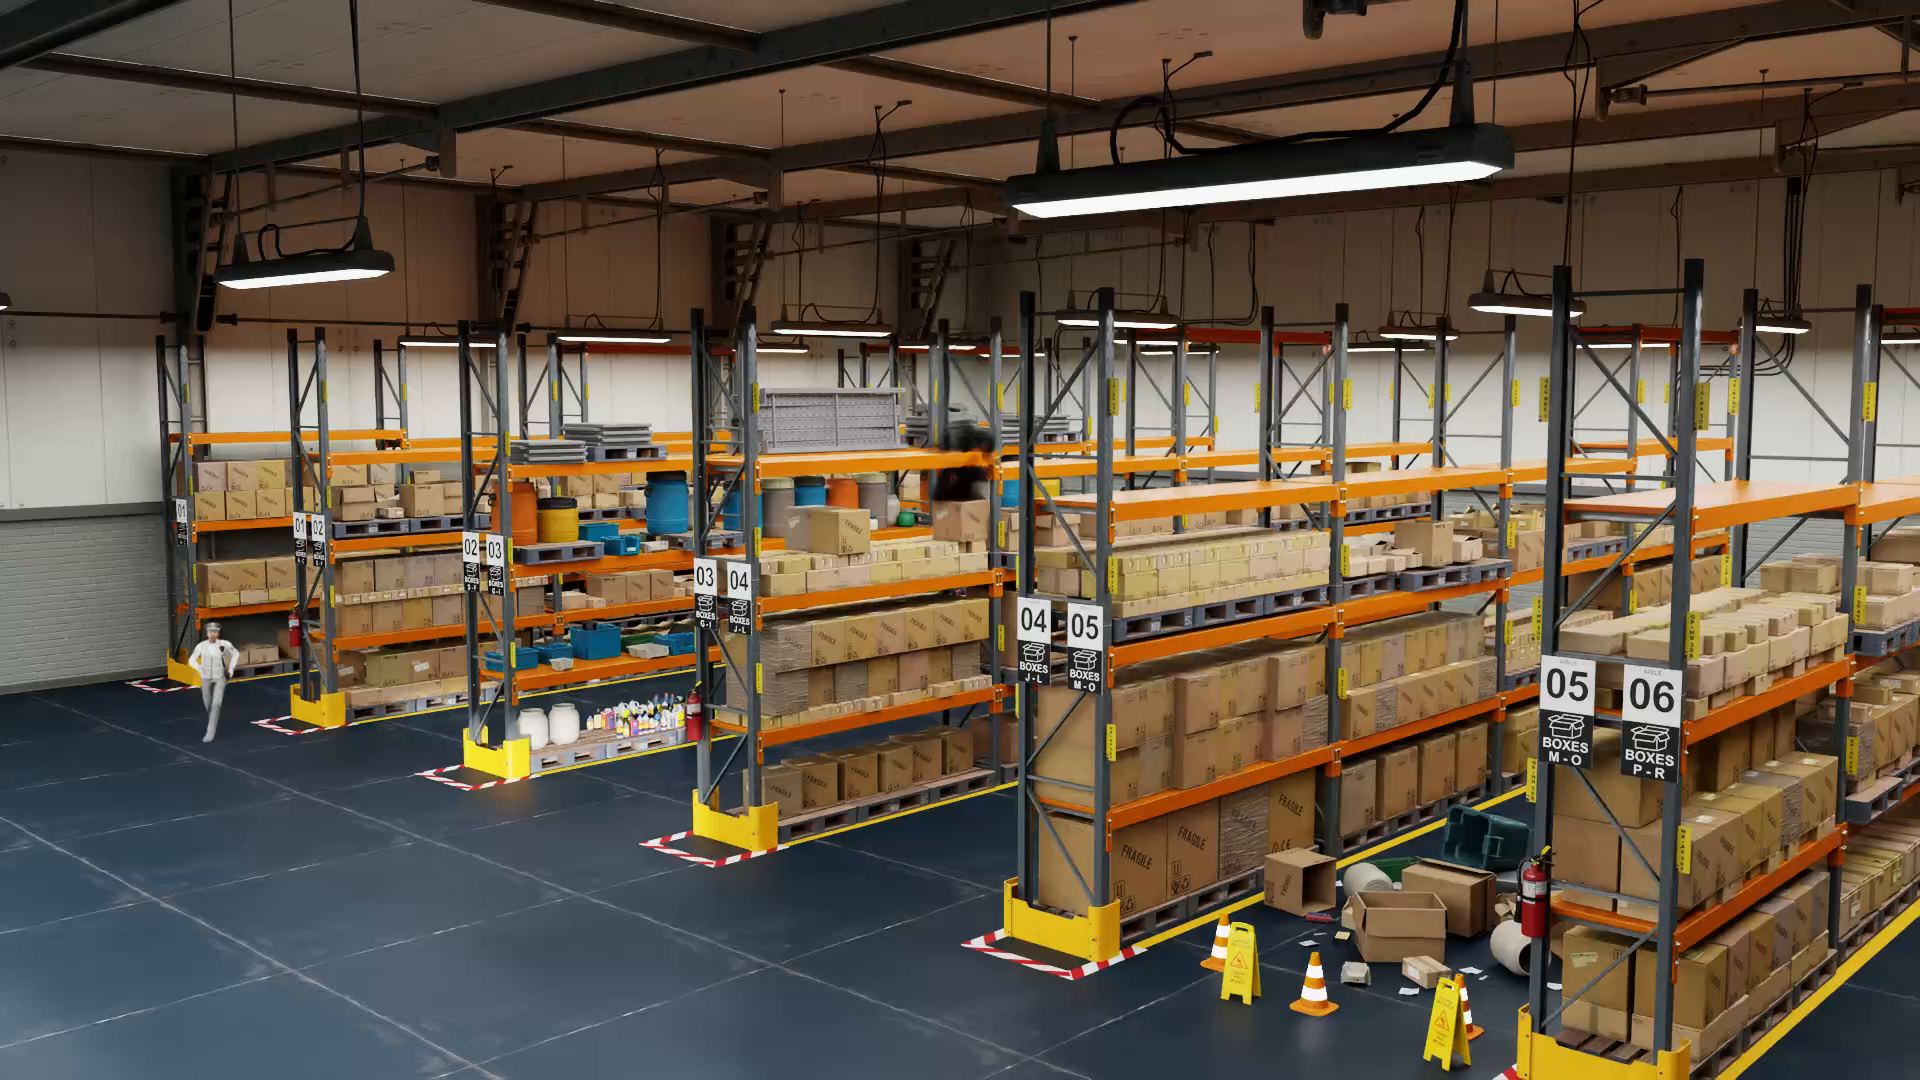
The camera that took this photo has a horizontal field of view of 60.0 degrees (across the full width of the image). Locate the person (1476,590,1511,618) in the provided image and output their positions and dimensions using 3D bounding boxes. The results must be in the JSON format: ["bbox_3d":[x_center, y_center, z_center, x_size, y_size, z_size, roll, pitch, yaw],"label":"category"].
[{"bbox_3d":[9.300,1.640,28.948,0.618,1.656,0.708,3,6,26],"label":"person"}]

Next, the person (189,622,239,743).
[{"bbox_3d":[-10.900,2.035,24.289,0.650,1.700,0.940,-1,5,-12],"label":"person"}]
